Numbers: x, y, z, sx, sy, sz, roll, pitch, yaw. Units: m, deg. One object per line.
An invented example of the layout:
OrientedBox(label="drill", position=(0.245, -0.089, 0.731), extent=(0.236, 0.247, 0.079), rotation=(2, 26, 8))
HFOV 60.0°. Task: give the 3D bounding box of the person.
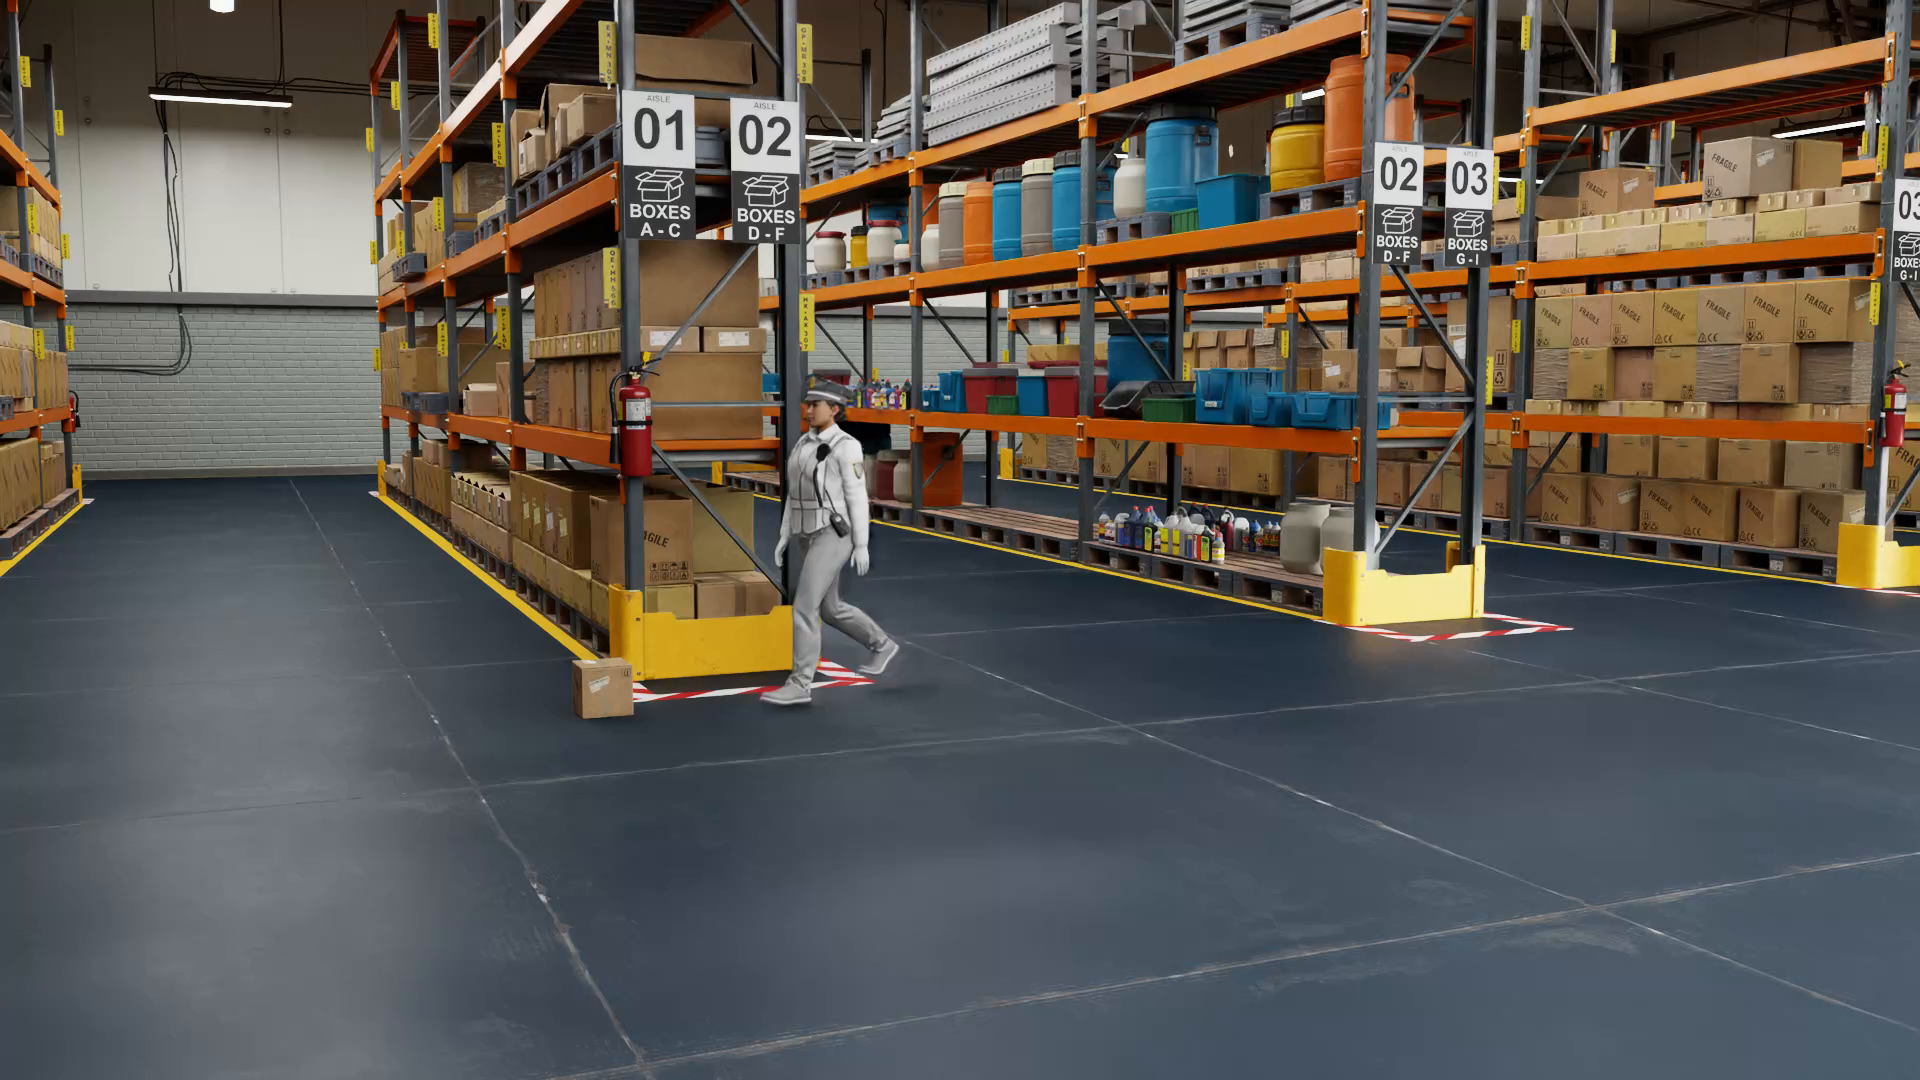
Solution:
OrientedBox(label="person", position=(-0.679, -0.020, 8.572), extent=(0.944, 1.647, 0.494), rotation=(-4, 7, -38))
